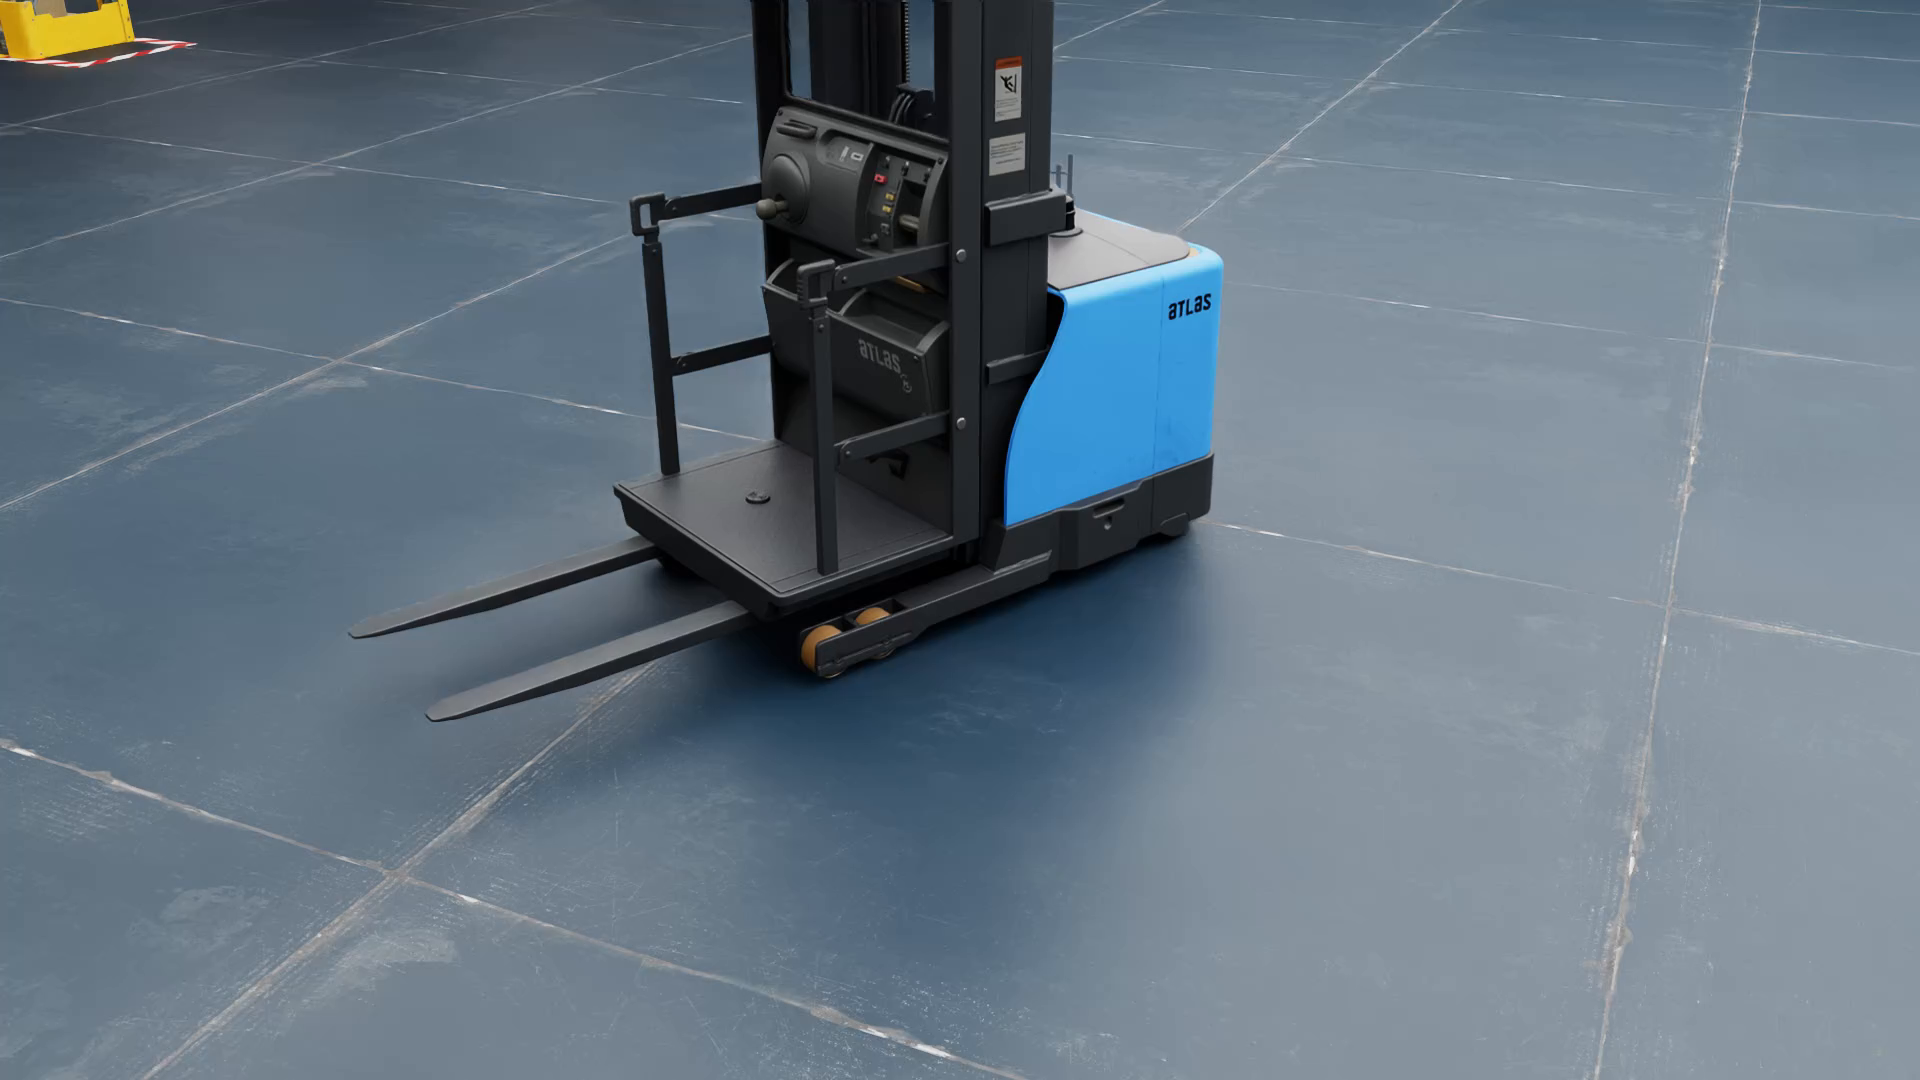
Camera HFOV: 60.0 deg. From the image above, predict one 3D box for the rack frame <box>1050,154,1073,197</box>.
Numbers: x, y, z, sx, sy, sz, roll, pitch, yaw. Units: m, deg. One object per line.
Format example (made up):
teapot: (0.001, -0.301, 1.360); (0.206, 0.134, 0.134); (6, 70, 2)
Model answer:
rack frame: (0.340, -1.028, 6.977); (0.240, 1.200, 0.006); (8, 28, 16)

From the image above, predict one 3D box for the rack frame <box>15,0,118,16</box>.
rack frame: (-8.263, -5.953, 14.946); (0.127, 3.000, 1.000); (11, 28, 22)

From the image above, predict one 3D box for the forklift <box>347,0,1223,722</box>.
forklift: (-0.516, -1.134, 5.235); (3.031, 2.935, 1.130); (-19, 32, -34)

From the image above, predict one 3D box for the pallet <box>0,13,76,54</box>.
pallet: (-9.057, -4.879, 15.921); (1.213, 0.211, 1.003); (11, 28, 22)

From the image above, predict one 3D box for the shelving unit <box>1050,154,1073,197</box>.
shelving unit: (0.312, -0.989, 6.899); (0.258, 1.200, 0.189); (8, 28, 16)

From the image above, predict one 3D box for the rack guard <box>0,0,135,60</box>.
rack guard: (-8.332, -4.846, 15.527); (0.348, 0.500, 1.175); (11, 28, 22)

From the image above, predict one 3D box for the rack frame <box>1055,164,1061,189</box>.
rack frame: (0.284, -0.950, 6.821); (0.240, 1.200, 0.006); (8, 28, 16)

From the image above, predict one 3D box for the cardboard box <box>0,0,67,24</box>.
cardboard box: (-8.825, -5.141, 15.651); (0.500, 0.500, 0.500); (17, 31, 31)
